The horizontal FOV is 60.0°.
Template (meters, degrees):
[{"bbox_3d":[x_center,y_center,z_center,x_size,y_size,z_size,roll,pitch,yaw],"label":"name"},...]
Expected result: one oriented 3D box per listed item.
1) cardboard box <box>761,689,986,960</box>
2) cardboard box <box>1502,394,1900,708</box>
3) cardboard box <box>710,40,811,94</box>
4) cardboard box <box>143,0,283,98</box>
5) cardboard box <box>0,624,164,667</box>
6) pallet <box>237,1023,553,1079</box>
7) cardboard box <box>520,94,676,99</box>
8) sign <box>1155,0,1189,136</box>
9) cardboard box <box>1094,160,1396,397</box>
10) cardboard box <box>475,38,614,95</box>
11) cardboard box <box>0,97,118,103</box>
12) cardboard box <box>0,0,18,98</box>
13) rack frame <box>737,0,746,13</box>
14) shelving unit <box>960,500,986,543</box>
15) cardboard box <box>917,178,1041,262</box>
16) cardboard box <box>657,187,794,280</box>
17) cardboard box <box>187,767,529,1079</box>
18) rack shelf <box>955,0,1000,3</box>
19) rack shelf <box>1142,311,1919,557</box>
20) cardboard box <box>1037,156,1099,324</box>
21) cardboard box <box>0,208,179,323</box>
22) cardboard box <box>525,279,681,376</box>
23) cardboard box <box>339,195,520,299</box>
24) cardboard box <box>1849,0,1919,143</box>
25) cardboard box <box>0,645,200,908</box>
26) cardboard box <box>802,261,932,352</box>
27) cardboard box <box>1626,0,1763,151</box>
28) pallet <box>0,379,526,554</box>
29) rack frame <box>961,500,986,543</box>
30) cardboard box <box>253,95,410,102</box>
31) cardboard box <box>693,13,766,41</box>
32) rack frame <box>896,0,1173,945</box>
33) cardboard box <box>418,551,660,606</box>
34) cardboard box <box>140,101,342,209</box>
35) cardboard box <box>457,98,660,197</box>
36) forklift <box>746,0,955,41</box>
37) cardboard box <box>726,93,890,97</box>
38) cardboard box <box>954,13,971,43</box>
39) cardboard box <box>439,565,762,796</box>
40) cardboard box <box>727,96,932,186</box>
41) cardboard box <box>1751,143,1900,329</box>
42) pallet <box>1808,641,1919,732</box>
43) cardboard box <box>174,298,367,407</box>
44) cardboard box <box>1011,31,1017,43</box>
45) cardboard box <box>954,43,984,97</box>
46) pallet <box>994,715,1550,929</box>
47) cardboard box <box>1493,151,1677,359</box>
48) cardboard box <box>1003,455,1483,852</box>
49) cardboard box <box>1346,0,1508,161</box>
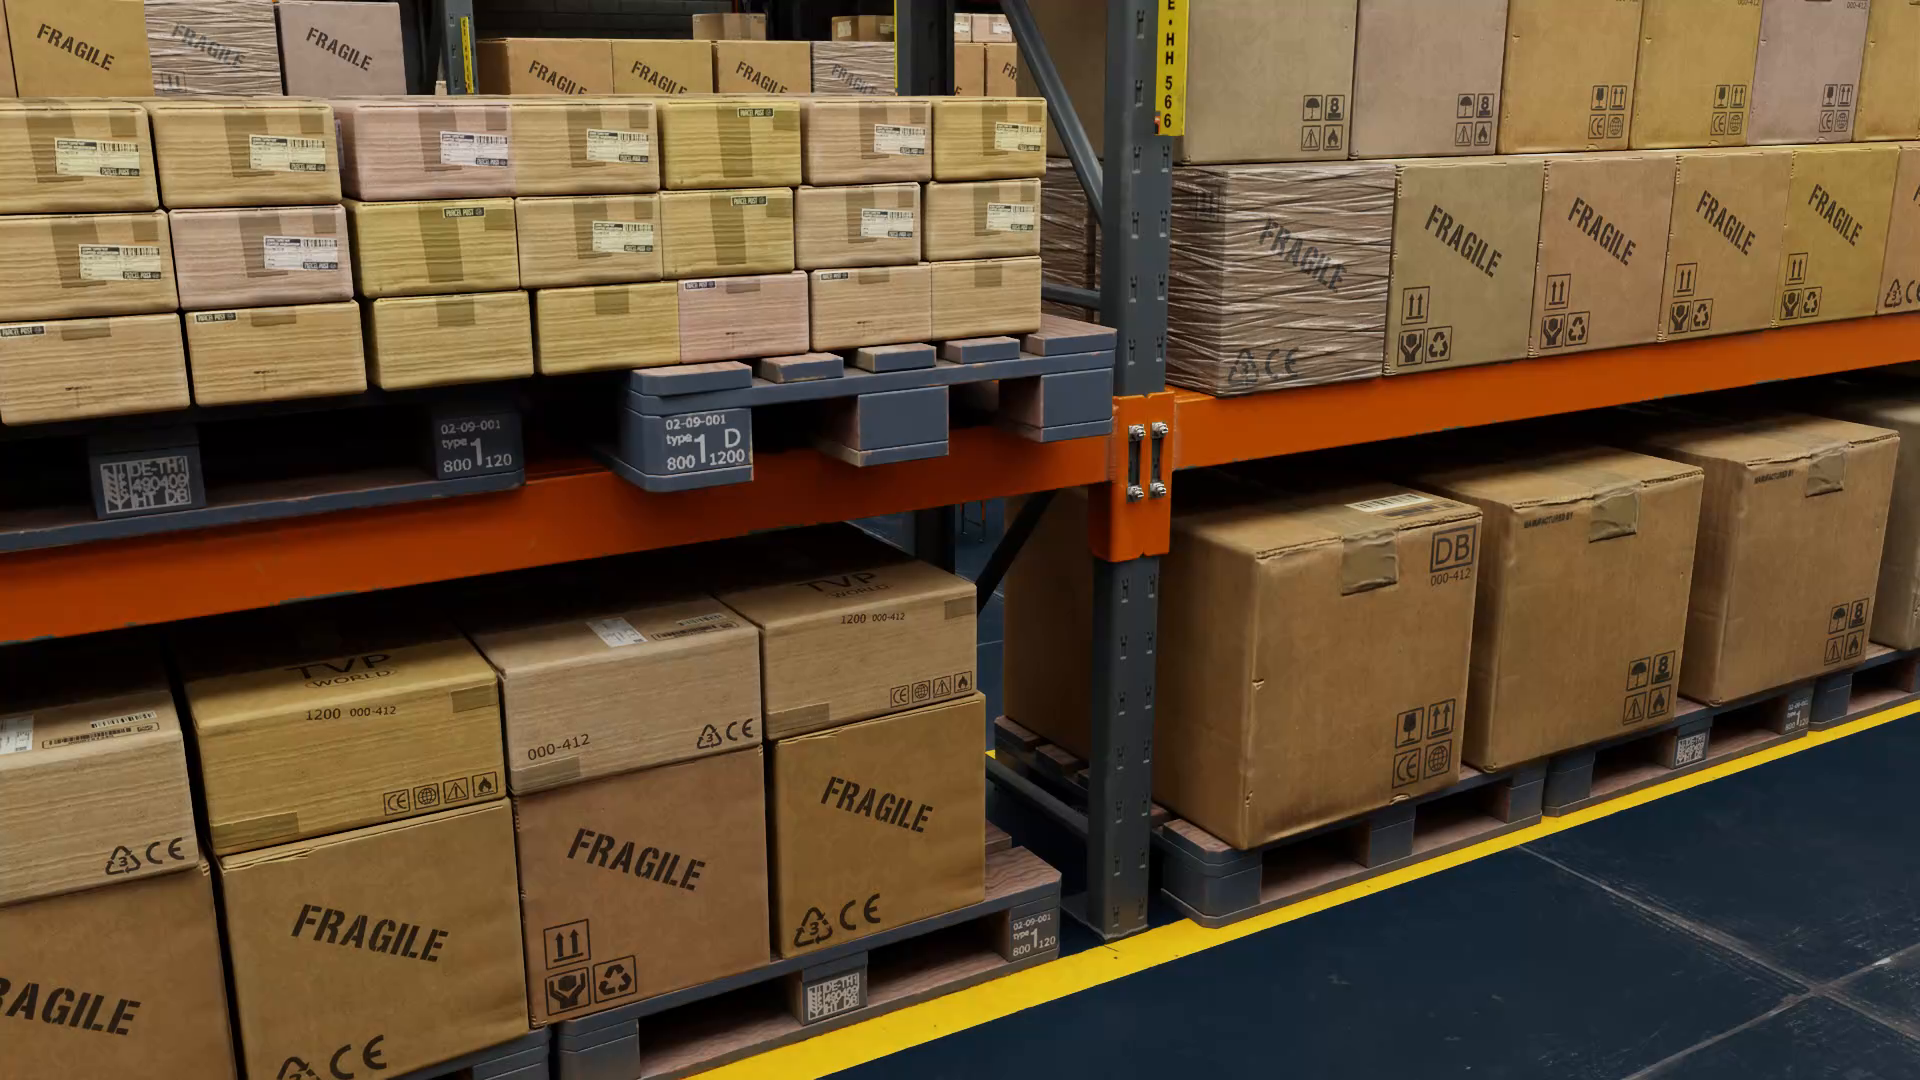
[{"bbox_3d":[-0.284,0.550,3.743,0.500,0.500,0.500,-9,18,-30],"label":"cardboard box"},{"bbox_3d":[2.260,-0.038,5.377,0.750,0.750,1.050,-9,18,-30],"label":"cardboard box"},{"bbox_3d":[-1.091,-2.286,8.495,0.500,0.500,0.500,-9,18,-29],"label":"cardboard box"},{"bbox_3d":[-3.235,-2.058,7.158,0.500,0.500,0.500,-9,18,-29],"label":"cardboard box"},{"bbox_3d":[-1.882,0.286,3.296,0.500,0.250,0.500,-10,19,-32],"label":"cardboard box"},{"bbox_3d":[-1.570,1.016,3.393,1.213,0.211,1.003,-9,18,-30],"label":"pallet"},{"bbox_3d":[-0.792,-0.880,3.578,0.250,0.149,0.380,-9,18,-30],"label":"cardboard box"},{"bbox_3d":[0.433,-0.998,3.415,0.005,0.325,0.100,-9,18,-30],"label":"sign"},{"bbox_3d":[0.669,-0.651,3.990,0.500,0.500,0.500,-9,18,-29],"label":"cardboard box"},{"bbox_3d":[-1.986,-2.137,7.961,0.500,0.500,0.500,-10,18,-31],"label":"cardboard box"},{"bbox_3d":[-1.692,-0.735,3.058,0.250,0.149,0.380,-10,18,-30],"label":"cardboard box"},{"bbox_3d":[-4.101,-1.922,6.672,0.500,0.500,0.500,-10,18,-31],"label":"cardboard box"},{"bbox_3d":[-1.621,-3.438,14.118,0.127,3.000,1.000,-9,18,-30],"label":"rack frame"},{"bbox_3d":[-0.046,-0.498,7.242,0.252,1.050,0.215,-9,18,-30],"label":"shelving unit"},{"bbox_3d":[-0.044,-0.654,3.320,0.250,0.149,0.380,-9,18,-29],"label":"cardboard box"},{"bbox_3d":[-0.496,-0.579,3.054,0.250,0.149,0.380,-9,18,-28],"label":"cardboard box"},{"bbox_3d":[-1.176,0.699,3.213,0.500,0.500,0.500,-10,19,-32],"label":"cardboard box"},{"bbox_3d":[0.093,-4.814,14.802,4.000,0.370,1.077,-9,18,-30],"label":"rack shelf"},{"bbox_3d":[1.860,-0.535,5.093,4.000,0.370,1.077,-9,18,-30],"label":"rack shelf"},{"bbox_3d":[0.393,-0.776,4.436,0.500,0.500,0.500,-9,18,-30],"label":"cardboard box"},{"bbox_3d":[-1.369,-0.438,2.551,0.250,0.149,0.380,-10,18,-31],"label":"cardboard box"},{"bbox_3d":[-0.690,-0.406,2.987,0.250,0.149,0.380,-9,18,-30],"label":"cardboard box"},{"bbox_3d":[-0.925,-0.510,2.809,0.250,0.149,0.380,-9,18,-30],"label":"cardboard box"},{"bbox_3d":[2.712,-1.546,5.331,0.500,0.500,0.700,-10,18,-31],"label":"cardboard box"},{"bbox_3d":[-1.619,0.407,2.864,0.500,0.250,0.500,-8,18,-28],"label":"cardboard box"},{"bbox_3d":[-0.254,-0.475,3.236,0.250,0.149,0.380,-9,18,-30],"label":"cardboard box"},{"bbox_3d":[1.845,-1.406,4.832,0.500,0.500,0.700,-9,18,-30],"label":"cardboard box"},{"bbox_3d":[-1.530,-0.226,3.015,1.213,0.211,1.003,-9,18,-30],"label":"pallet"},{"bbox_3d":[0.059,-0.515,7.302,0.008,1.050,0.200,-9,18,-30],"label":"rack frame"},{"bbox_3d":[-1.250,-0.806,3.312,0.250,0.149,0.380,-8,18,-27],"label":"cardboard box"},{"bbox_3d":[-1.233,-2.733,8.886,0.250,0.149,0.380,-10,19,-32],"label":"cardboard box"},{"bbox_3d":[0.145,-0.603,4.004,0.127,3.000,1.000,-9,18,-30],"label":"rack frame"},{"bbox_3d":[-1.005,0.148,3.790,0.500,0.250,0.500,-9,18,-30],"label":"cardboard box"},{"bbox_3d":[-1.148,-0.617,2.640,0.250,0.149,0.380,-8,18,-27],"label":"cardboard box"},{"bbox_3d":[-0.707,-0.688,2.892,0.250,0.149,0.380,-9,18,-28],"label":"cardboard box"},{"bbox_3d":[-0.692,-2.806,11.989,3.031,2.935,1.130,-9,18,-30],"label":"forklift"},{"bbox_3d":[-0.354,-0.951,3.830,0.250,0.149,0.380,-9,18,-30],"label":"cardboard box"},{"bbox_3d":[-0.148,-2.738,8.902,0.250,0.149,0.380,-10,19,-32],"label":"cardboard box"},{"bbox_3d":[-0.733,0.266,3.369,0.500,0.250,0.500,-9,18,-29],"label":"cardboard box"},{"bbox_3d":[-0.255,-0.762,3.157,0.250,0.149,0.380,-9,18,-30],"label":"cardboard box"},{"bbox_3d":[2.398,-0.932,4.994,0.500,0.500,0.500,-9,18,-29],"label":"cardboard box"},{"bbox_3d":[2.952,0.308,5.919,1.213,0.211,1.003,-9,18,-30],"label":"pallet"},{"bbox_3d":[-1.143,-0.332,2.726,0.250,0.149,0.380,-9,18,-28],"label":"cardboard box"},{"bbox_3d":[0.353,-3.013,9.884,0.250,0.149,0.380,-9,18,-30],"label":"cardboard box"},{"bbox_3d":[-0.209,-2.427,8.997,0.500,0.500,0.500,-9,18,-28],"label":"cardboard box"},{"bbox_3d":[0.860,0.647,4.709,1.213,0.211,1.003,-9,18,-30],"label":"pallet"},{"bbox_3d":[1.536,-0.793,4.495,0.500,0.500,0.500,-9,18,-30],"label":"cardboard box"},{"bbox_3d":[0.714,0.214,4.479,0.750,0.750,1.050,-9,18,-30],"label":"cardboard box"},{"bbox_3d":[0.968,-1.263,4.322,0.500,0.500,0.700,-10,18,-31],"label":"cardboard box"}]
